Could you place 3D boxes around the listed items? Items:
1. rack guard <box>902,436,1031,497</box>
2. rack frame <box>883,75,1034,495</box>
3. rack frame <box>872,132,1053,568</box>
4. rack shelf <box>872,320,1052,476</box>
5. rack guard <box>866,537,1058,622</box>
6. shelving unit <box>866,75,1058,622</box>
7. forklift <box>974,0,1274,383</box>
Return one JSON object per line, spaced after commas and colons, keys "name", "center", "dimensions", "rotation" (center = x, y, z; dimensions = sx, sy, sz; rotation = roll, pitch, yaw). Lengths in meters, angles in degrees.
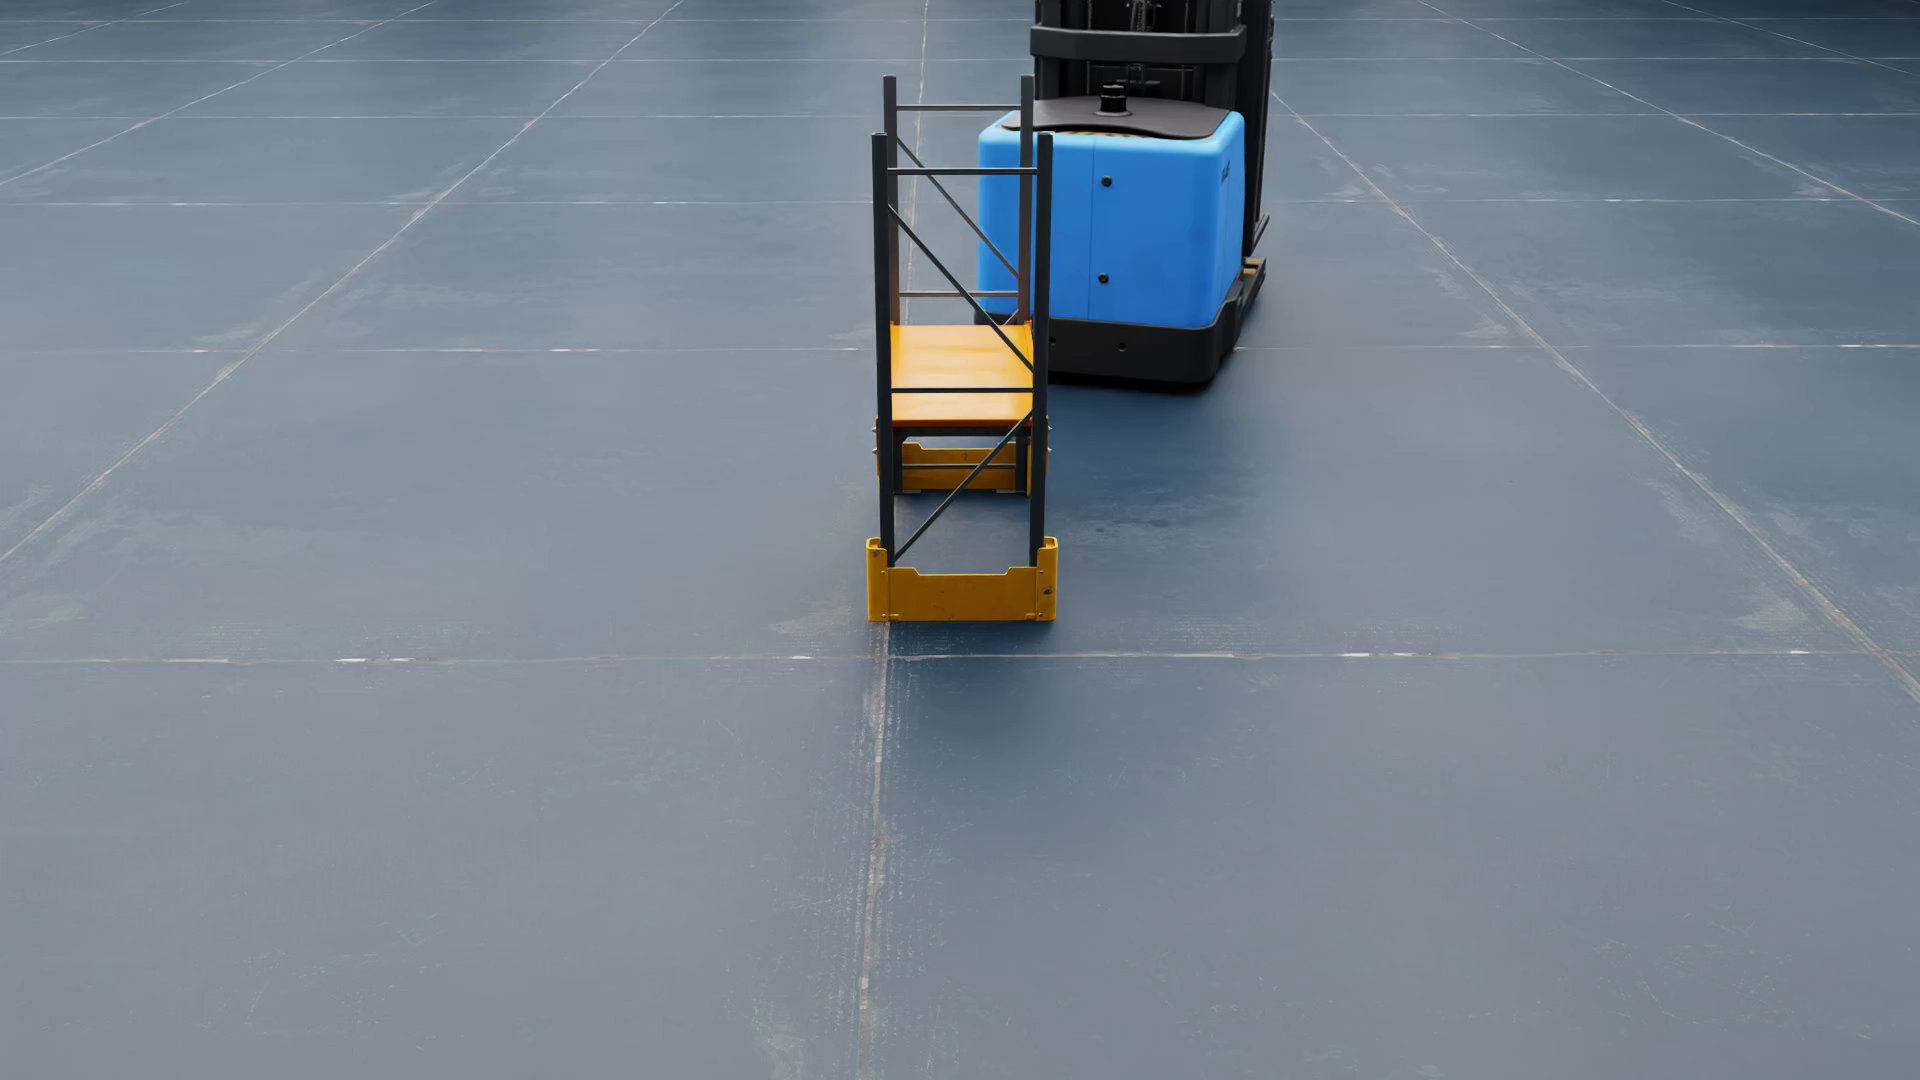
{"name": "rack guard", "center": [-0.005, -0.288, 6.083], "dimensions": [0.587, 0.250, 0.087], "rotation": [0, 24, -1]}
{"name": "rack frame", "center": [-0.005, -0.858, 5.826], "dimensions": [0.500, 1.500, 0.032], "rotation": [0, 24, -1]}
{"name": "rack frame", "center": [0.006, -0.439, 4.900], "dimensions": [0.500, 1.500, 0.032], "rotation": [0, 24, -1]}
{"name": "rack shelf", "center": [0.001, -0.484, 5.437], "dimensions": [0.538, 0.185, 1.000], "rotation": [0, 24, -1]}
{"name": "rack guard", "center": [0.006, 0.123, 5.175], "dimensions": [0.587, 0.250, 0.087], "rotation": [0, 24, -1]}
{"name": "shelving unit", "center": [0.001, -0.652, 5.371], "dimensions": [0.587, 1.500, 1.083], "rotation": [0, 24, -1]}
{"name": "forklift", "center": [0.957, -2.582, 7.902], "dimensions": [1.130, 2.935, 3.031], "rotation": [7, 25, 14]}
